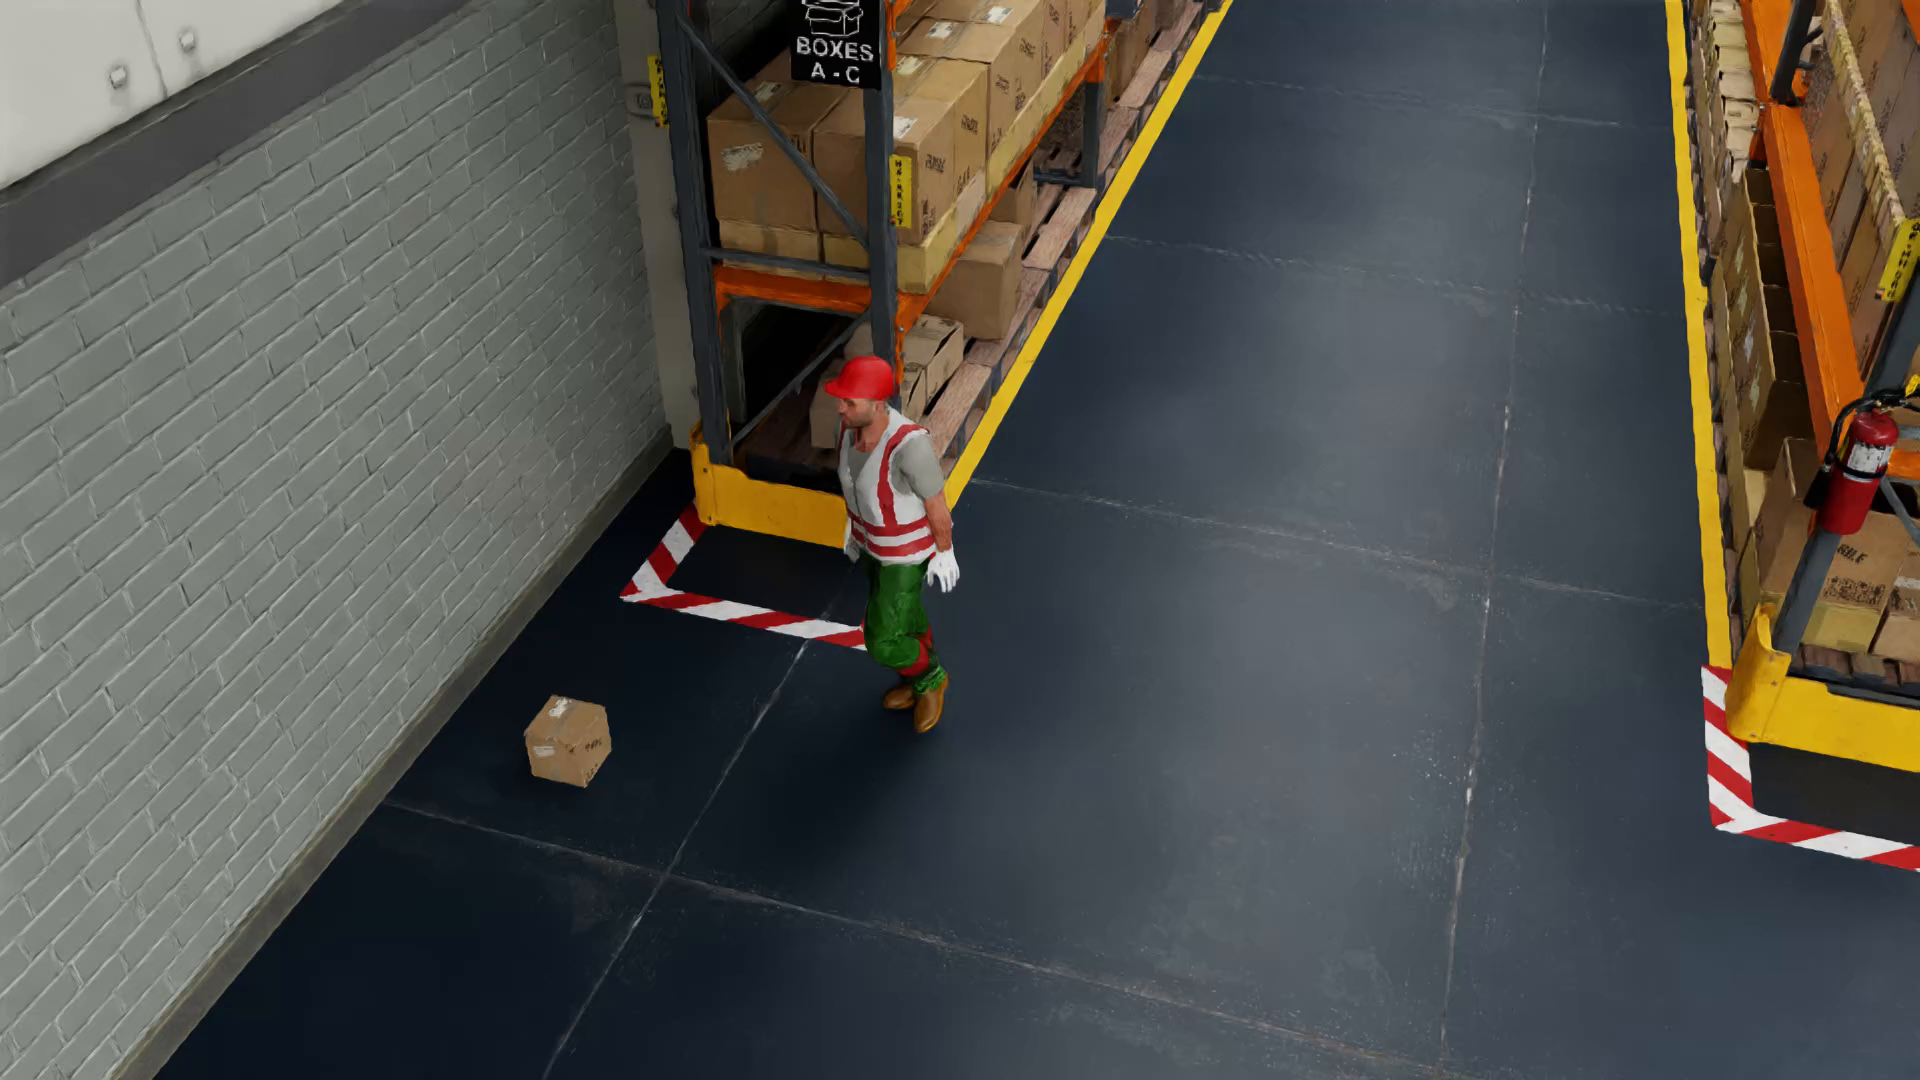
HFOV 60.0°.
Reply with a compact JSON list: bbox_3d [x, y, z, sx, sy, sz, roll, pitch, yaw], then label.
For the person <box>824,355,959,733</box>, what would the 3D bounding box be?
[{"bbox_3d":[-0.284,0.018,6.818,0.483,1.774,0.573,-26,44,-30],"label":"person"}]
